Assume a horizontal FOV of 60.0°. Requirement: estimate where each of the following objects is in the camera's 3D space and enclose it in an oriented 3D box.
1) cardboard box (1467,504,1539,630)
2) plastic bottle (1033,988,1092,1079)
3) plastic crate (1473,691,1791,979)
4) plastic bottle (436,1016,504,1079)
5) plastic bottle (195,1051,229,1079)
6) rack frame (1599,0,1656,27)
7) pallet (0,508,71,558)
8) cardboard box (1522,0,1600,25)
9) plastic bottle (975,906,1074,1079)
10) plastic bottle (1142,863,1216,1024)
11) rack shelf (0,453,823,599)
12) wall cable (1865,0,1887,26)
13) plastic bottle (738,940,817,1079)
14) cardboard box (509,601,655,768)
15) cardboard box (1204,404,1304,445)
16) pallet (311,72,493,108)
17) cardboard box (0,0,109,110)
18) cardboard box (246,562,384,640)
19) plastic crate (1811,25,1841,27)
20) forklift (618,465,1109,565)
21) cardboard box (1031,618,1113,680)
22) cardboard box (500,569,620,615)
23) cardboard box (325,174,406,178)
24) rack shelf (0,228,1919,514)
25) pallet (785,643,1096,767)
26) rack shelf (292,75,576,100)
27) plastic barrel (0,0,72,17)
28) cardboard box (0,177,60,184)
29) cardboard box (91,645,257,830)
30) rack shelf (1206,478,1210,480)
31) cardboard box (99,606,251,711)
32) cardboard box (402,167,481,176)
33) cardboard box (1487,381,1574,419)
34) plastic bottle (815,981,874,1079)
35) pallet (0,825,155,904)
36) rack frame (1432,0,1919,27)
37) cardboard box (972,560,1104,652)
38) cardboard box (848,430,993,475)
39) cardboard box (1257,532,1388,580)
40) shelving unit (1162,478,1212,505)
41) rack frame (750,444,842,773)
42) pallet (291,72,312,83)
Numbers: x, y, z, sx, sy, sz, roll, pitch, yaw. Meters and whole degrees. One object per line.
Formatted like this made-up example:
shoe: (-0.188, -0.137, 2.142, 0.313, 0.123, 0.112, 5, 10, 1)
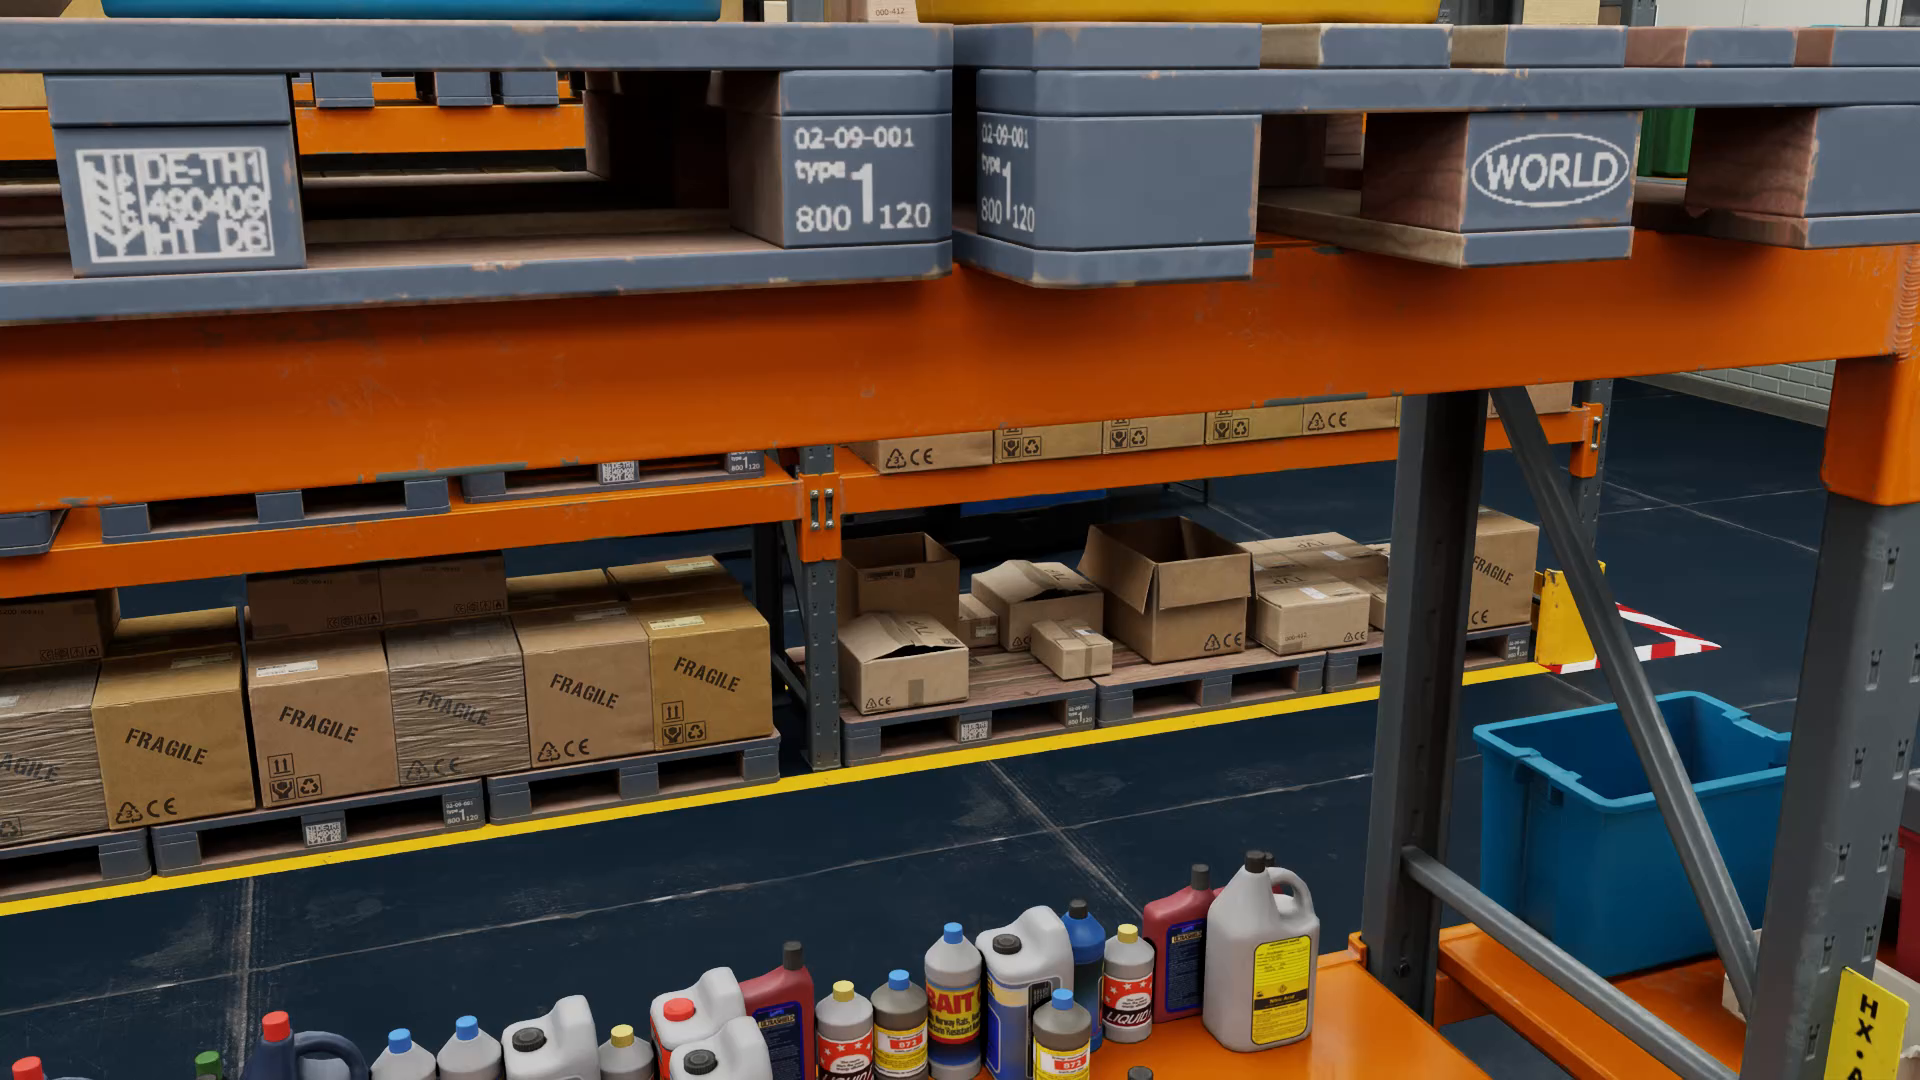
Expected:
cardboard box: (2.564, 0.134, 8.475, 0.500, 0.500, 0.500, -6, 17, -20)
plastic bottle: (0.169, 0.842, 2.759, 0.097, 0.201, 0.097, 0, 16, 0)
plastic crate: (1.331, 0.575, 3.239, 0.575, 0.384, 0.392, -6, 17, -20)
plastic bottle: (-0.751, 0.862, 2.567, 0.097, 0.271, 0.097, 0, 16, 0)
plastic bottle: (-1.129, 0.892, 2.446, 0.133, 0.283, 0.061, -6, 17, -20)
rack frame: (2.983, -3.853, 7.747, 0.127, 3.000, 1.000, -6, 17, -20)
pallet: (-3.879, -0.162, 6.168, 1.003, 0.211, 1.213, -6, 17, -20)
cardboard box: (2.595, -2.463, 7.715, 0.500, 0.250, 0.500, -6, 17, -20)
plastic bottle: (0.107, 0.775, 2.854, 0.135, 0.276, 0.152, -6, 17, -20)
plastic bottle: (0.397, 0.727, 3.007, 0.133, 0.283, 0.061, -6, 17, -20)
rack shelf: (-2.620, -0.024, 6.634, 4.000, 0.370, 1.077, -6, 17, -20)
wall cable: (6.617, -4.142, 14.243, 0.112, 2.526, 3.097, -6, 17, -20)
plastic bottle: (-0.307, 0.803, 2.748, 0.133, 0.283, 0.061, -6, 17, -20)
cardboard box: (-1.575, 0.590, 6.921, 0.500, 0.500, 0.500, -6, 17, -20)
cardboard box: (1.241, -0.753, 7.660, 0.500, 0.500, 0.500, -6, 18, -21)
pallet: (-2.353, -1.767, 6.303, 1.003, 0.211, 1.213, -6, 17, -20)
cardboard box: (-3.130, -1.812, 5.942, 0.500, 0.500, 0.910, -6, 17, -20)
cardboard box: (-2.693, 0.194, 6.940, 0.500, 0.250, 0.500, -7, 18, -21)
plastic crate: (1.753, -0.802, 2.979, 0.300, 0.233, 0.416, -6, 17, -20)
forklift: (-0.623, -1.324, 9.904, 3.031, 2.935, 1.130, -8, 18, -25)
cardboard box: (0.522, 0.502, 7.812, 0.250, 0.166, 0.380, -6, 17, -20)
cardboard box: (-1.785, 0.459, 7.368, 0.500, 0.500, 0.500, -6, 17, -19)
cardboard box: (-3.830, -2.219, 10.760, 0.500, 0.250, 0.500, -6, 17, -19)
rack shelf: (-0.851, -0.160, 1.772, 4.000, 0.370, 1.077, -6, 17, -20)
pallet: (-0.110, 0.698, 7.847, 1.213, 0.211, 1.003, -6, 17, -20)
rack shelf: (-4.396, -2.766, 10.648, 4.000, 0.370, 1.077, -6, 17, -20)
plastic barrel: (-1.117, -0.788, 1.649, 0.433, 0.535, 0.433, 0, 16, 0)
cardboard box: (-5.932, -2.145, 10.506, 0.500, 0.250, 0.500, -6, 17, -19)
cardboard box: (-3.003, 0.746, 6.389, 0.500, 0.500, 0.500, -6, 18, -21)
rack shelf: (1.147, -0.535, 11.291, 1.000, 0.278, 0.538, -10, 19, -30)
cardboard box: (-3.214, 0.612, 6.845, 0.500, 0.500, 0.500, -7, 18, -22)
cardboard box: (-3.537, -2.402, 11.381, 0.500, 0.250, 0.500, -6, 17, -19)
cardboard box: (2.662, -0.905, 8.181, 0.500, 0.500, 0.500, -6, 17, -18)
plastic bottle: (-0.193, 0.835, 2.782, 0.097, 0.201, 0.097, 0, 16, 0)
pallet: (-3.776, 1.105, 6.461, 1.213, 0.211, 1.003, -6, 17, -20)
rack frame: (1.017, -2.146, 1.934, 0.127, 3.000, 1.000, -6, 17, -20)
cardboard box: (0.379, 0.300, 8.243, 0.500, 0.311, 0.500, -6, 17, -20)
cardboard box: (-0.179, -0.599, 7.136, 0.500, 0.500, 0.500, -6, 17, -19)
cardboard box: (1.907, 0.165, 8.813, 0.500, 0.250, 0.500, -6, 17, -20)
shelving unit: (1.147, -0.769, 11.222, 1.048, 1.125, 0.538, -10, 19, -30)
rack frame: (-0.752, -0.571, 7.219, 0.127, 3.000, 1.000, -6, 17, -20)
pallet: (-4.638, -3.012, 10.542, 1.213, 0.211, 1.003, -5, 17, -18)
